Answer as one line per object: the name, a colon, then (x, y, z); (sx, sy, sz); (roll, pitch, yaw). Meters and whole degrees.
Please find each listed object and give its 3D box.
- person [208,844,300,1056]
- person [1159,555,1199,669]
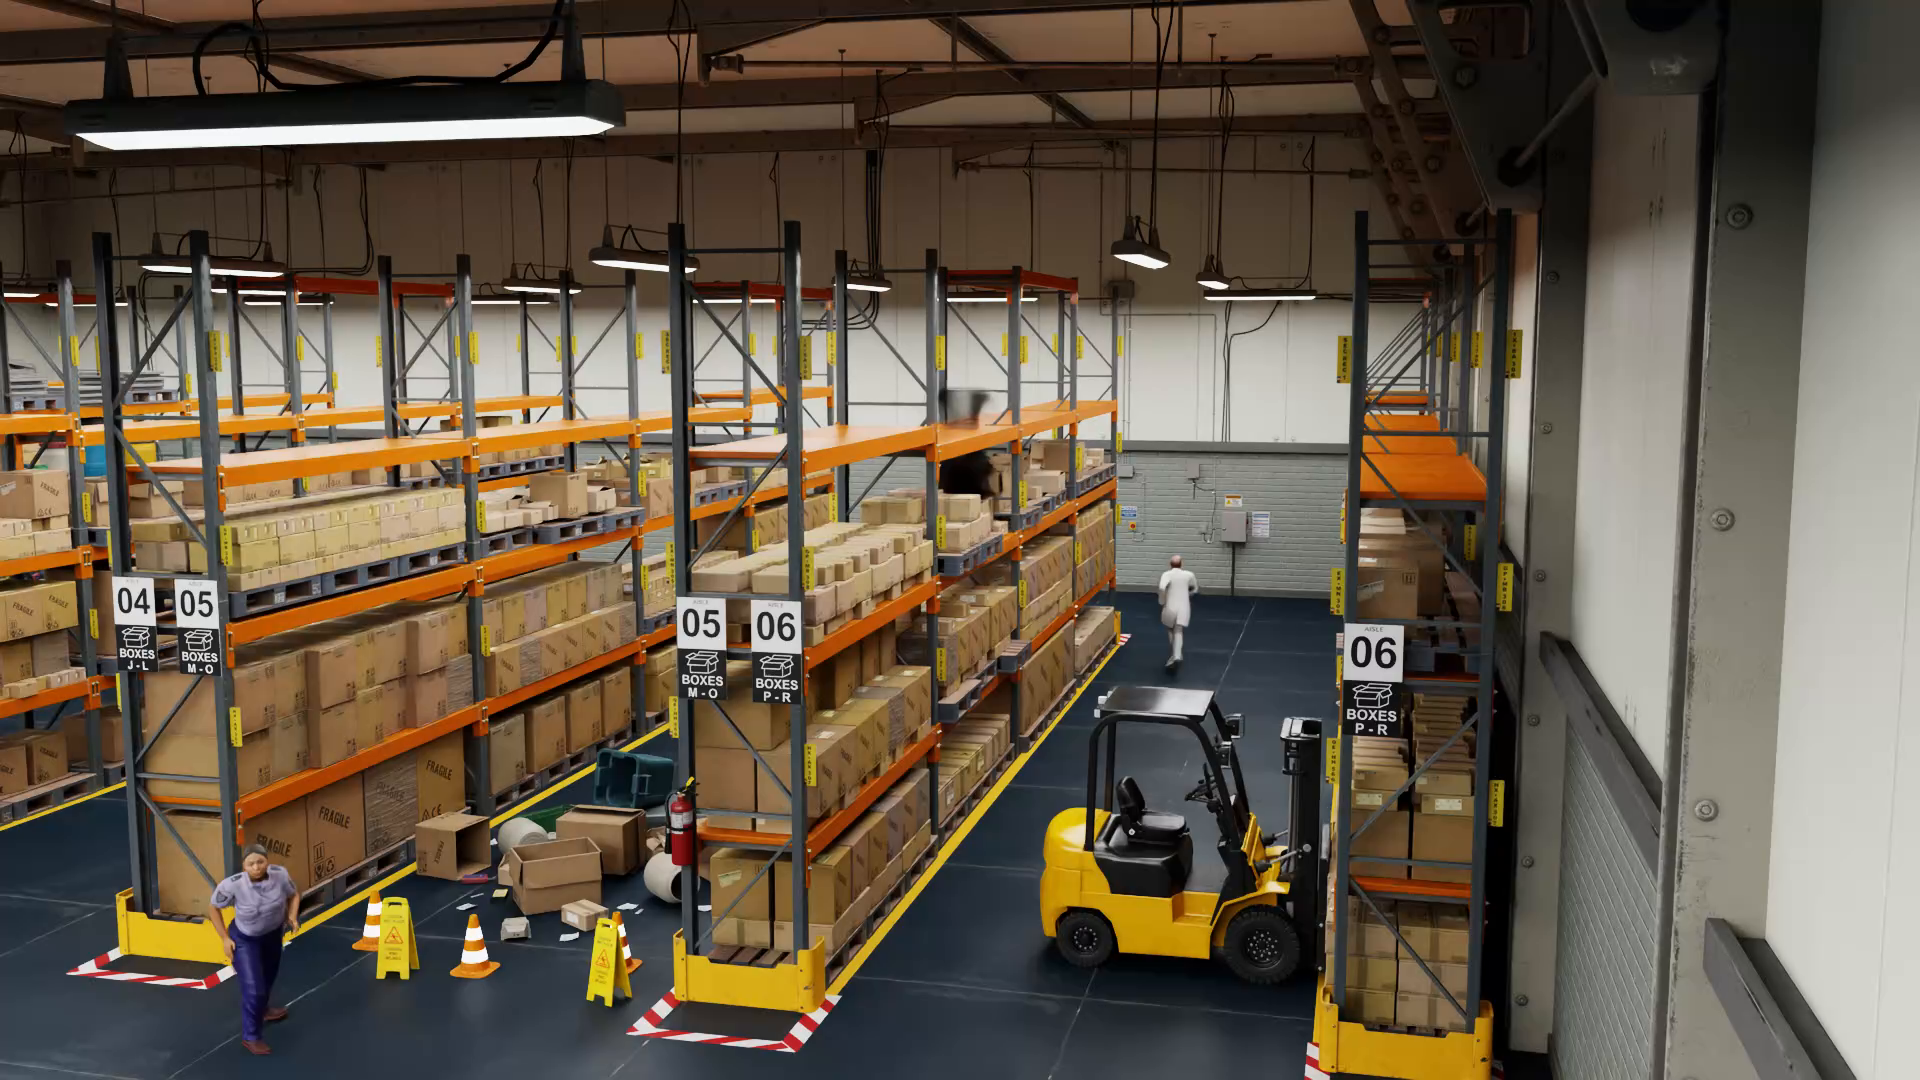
person: (-5.121, 2.937, 12.189); (0.865, 1.563, 0.668); (5, 8, 34)
person: (3.413, 1.131, 25.905); (0.666, 1.750, 0.907); (0, 7, -1)
